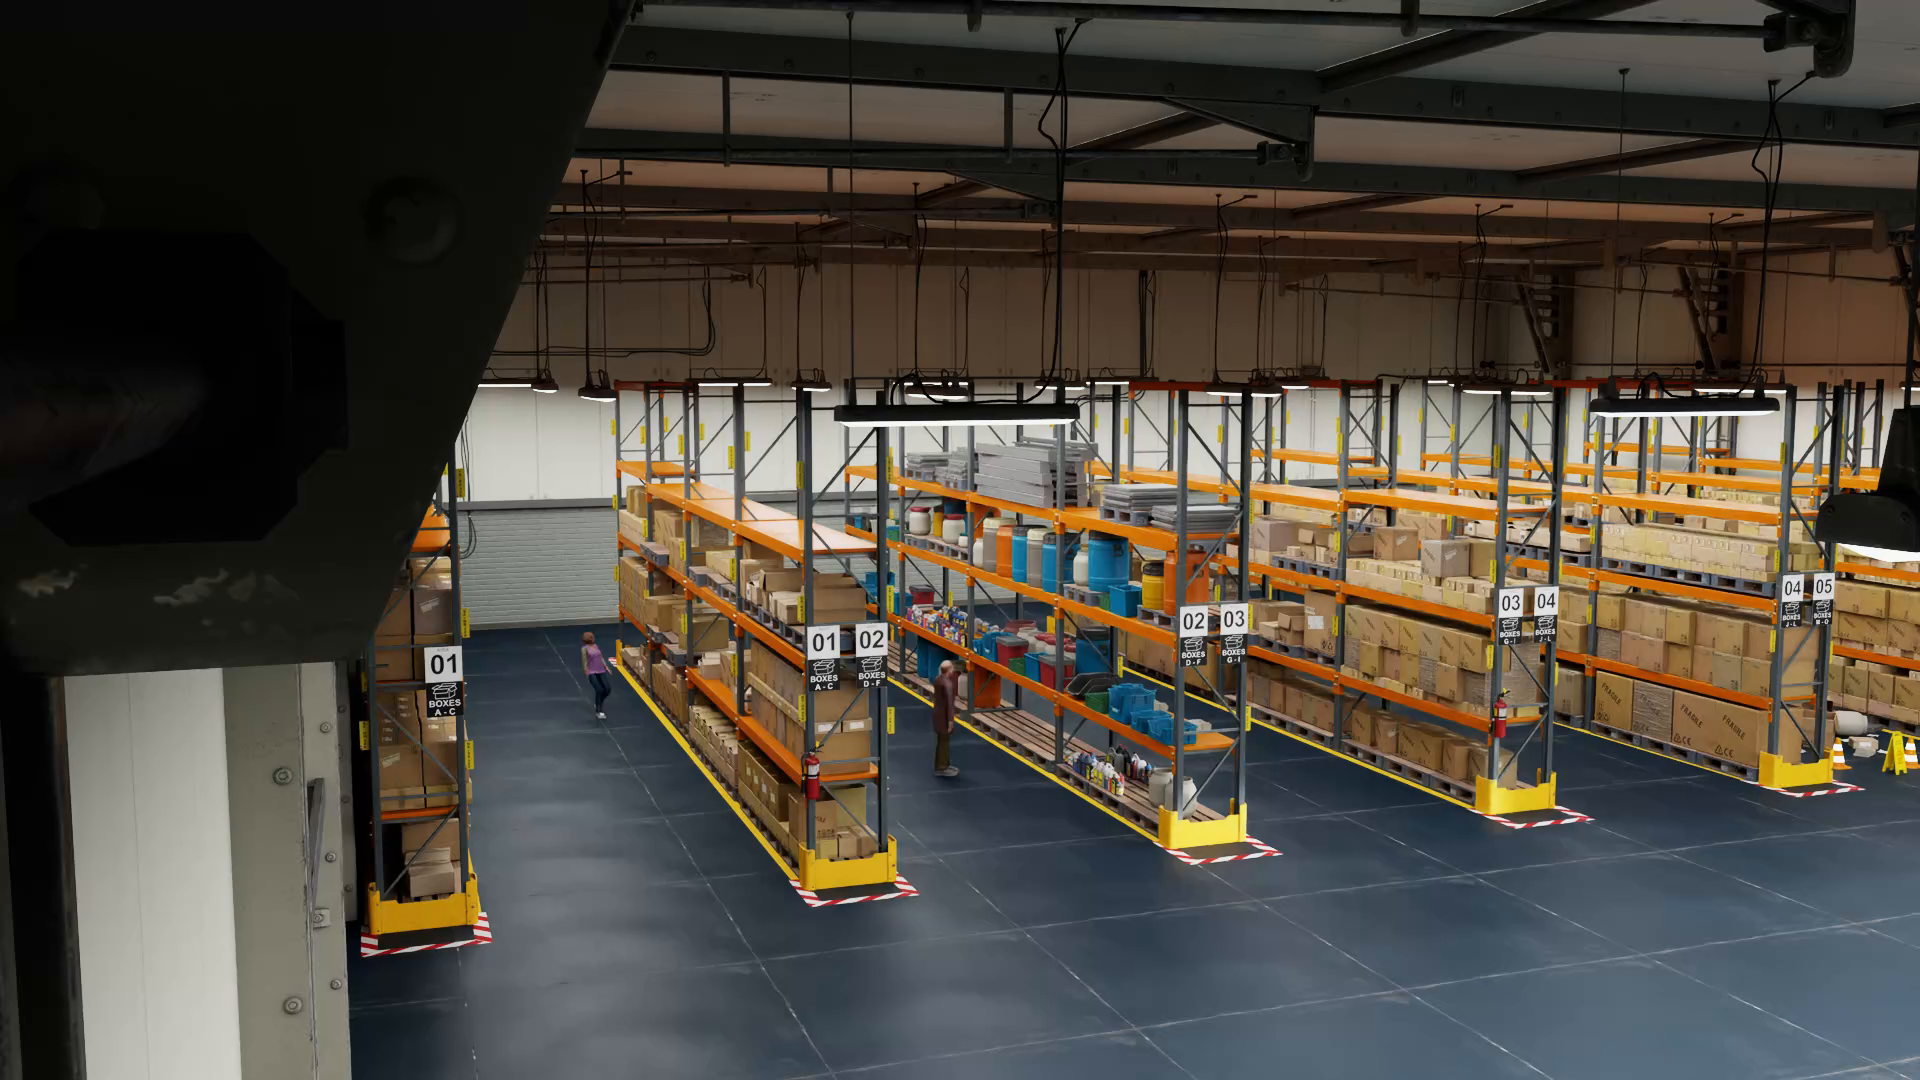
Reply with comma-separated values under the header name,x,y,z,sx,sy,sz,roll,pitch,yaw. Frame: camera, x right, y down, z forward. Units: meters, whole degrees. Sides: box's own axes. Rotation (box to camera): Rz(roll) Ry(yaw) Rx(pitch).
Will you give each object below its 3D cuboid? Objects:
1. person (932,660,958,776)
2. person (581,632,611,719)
name,x,y,z,sx,sy,sz,roll,pitch,yaw
person,-0.189,2.753,25.590,0.456,1.769,0.616,-2,6,-17
person,-6.527,2.426,29.953,0.565,1.545,0.470,5,8,40
